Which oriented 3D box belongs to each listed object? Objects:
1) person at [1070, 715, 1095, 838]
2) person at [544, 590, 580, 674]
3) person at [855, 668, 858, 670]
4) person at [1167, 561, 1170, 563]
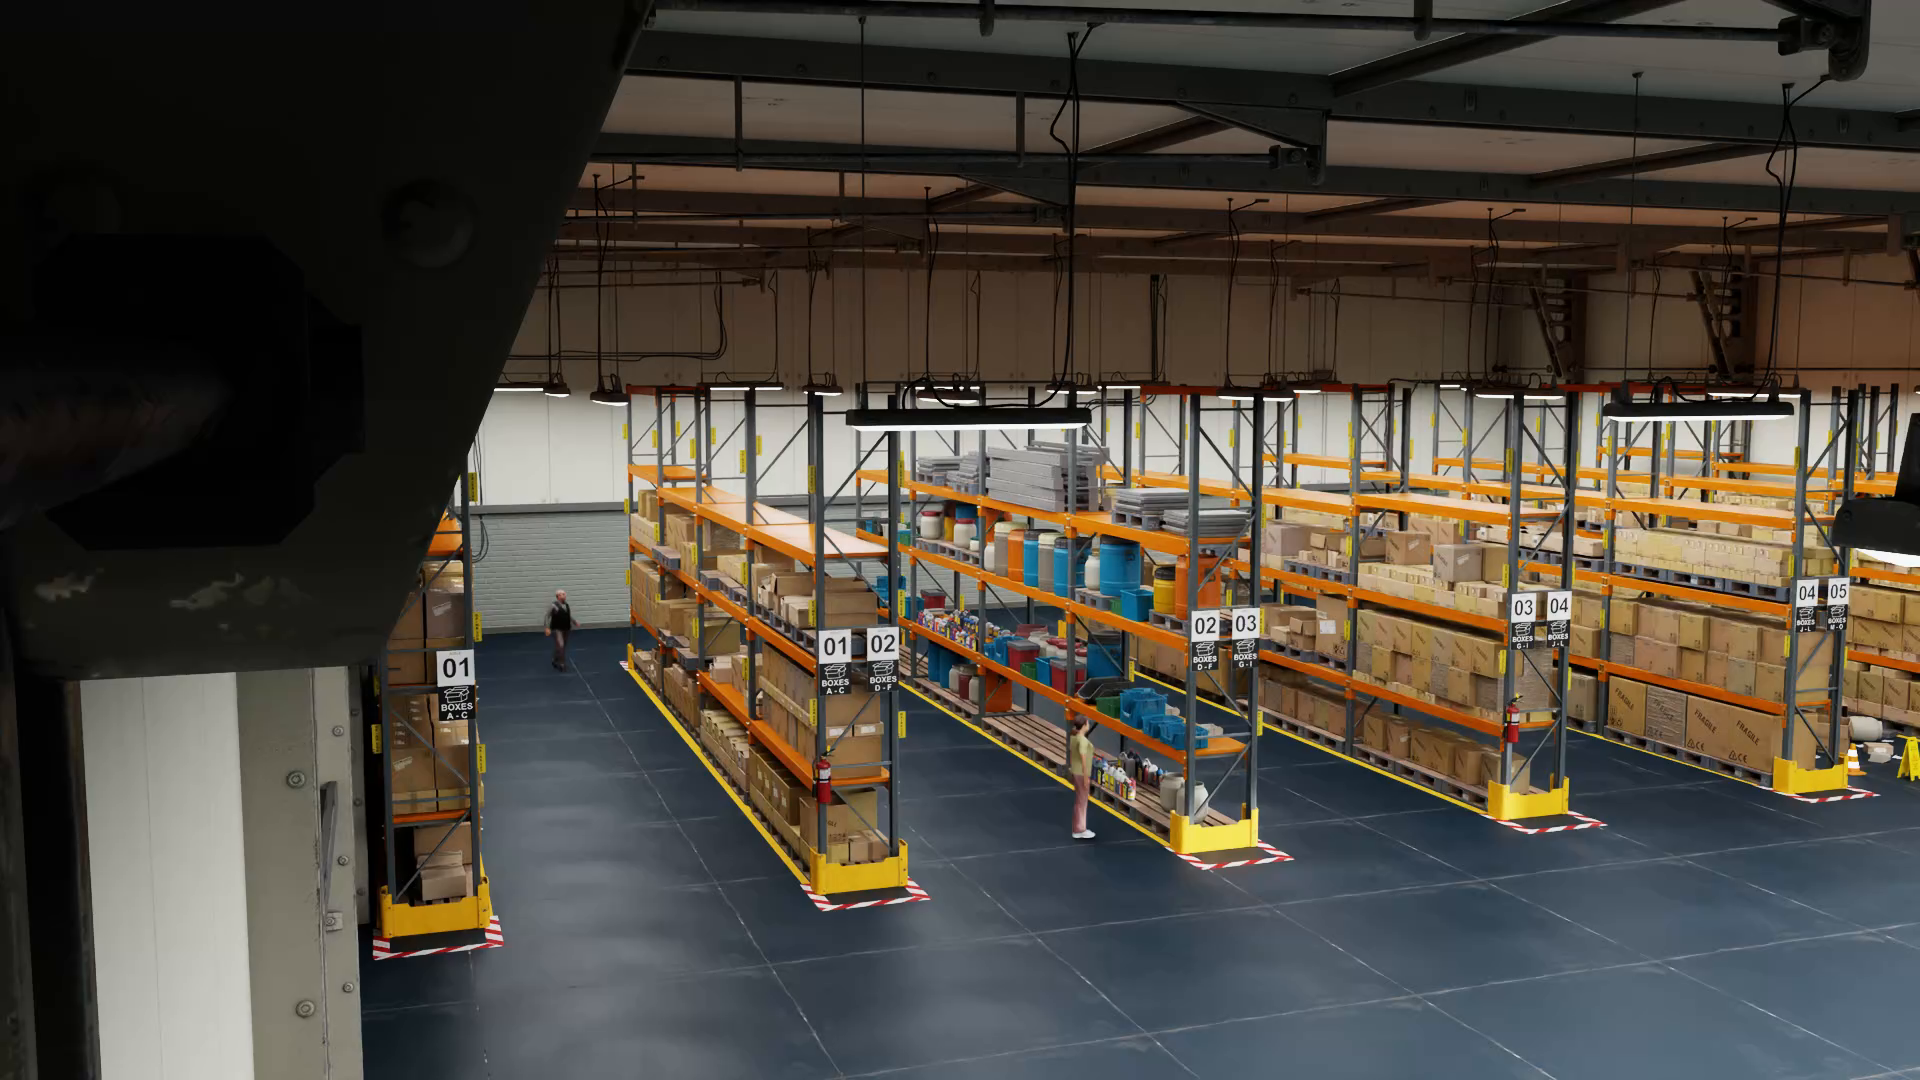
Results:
[{"bbox_3d":[1.673,3.203,22.471,0.402,1.714,0.508,-2,6,-15],"label":"person"},{"bbox_3d":[-8.400,1.917,34.903,0.680,1.748,0.874,-5,8,-43],"label":"person"},{"bbox_3d":[-2.281,1.858,33.864,0.576,1.722,0.997,-1,6,-13],"label":"person"},{"bbox_3d":[4.886,1.395,39.345,0.698,1.794,0.454,-6,8,-44],"label":"person"}]
